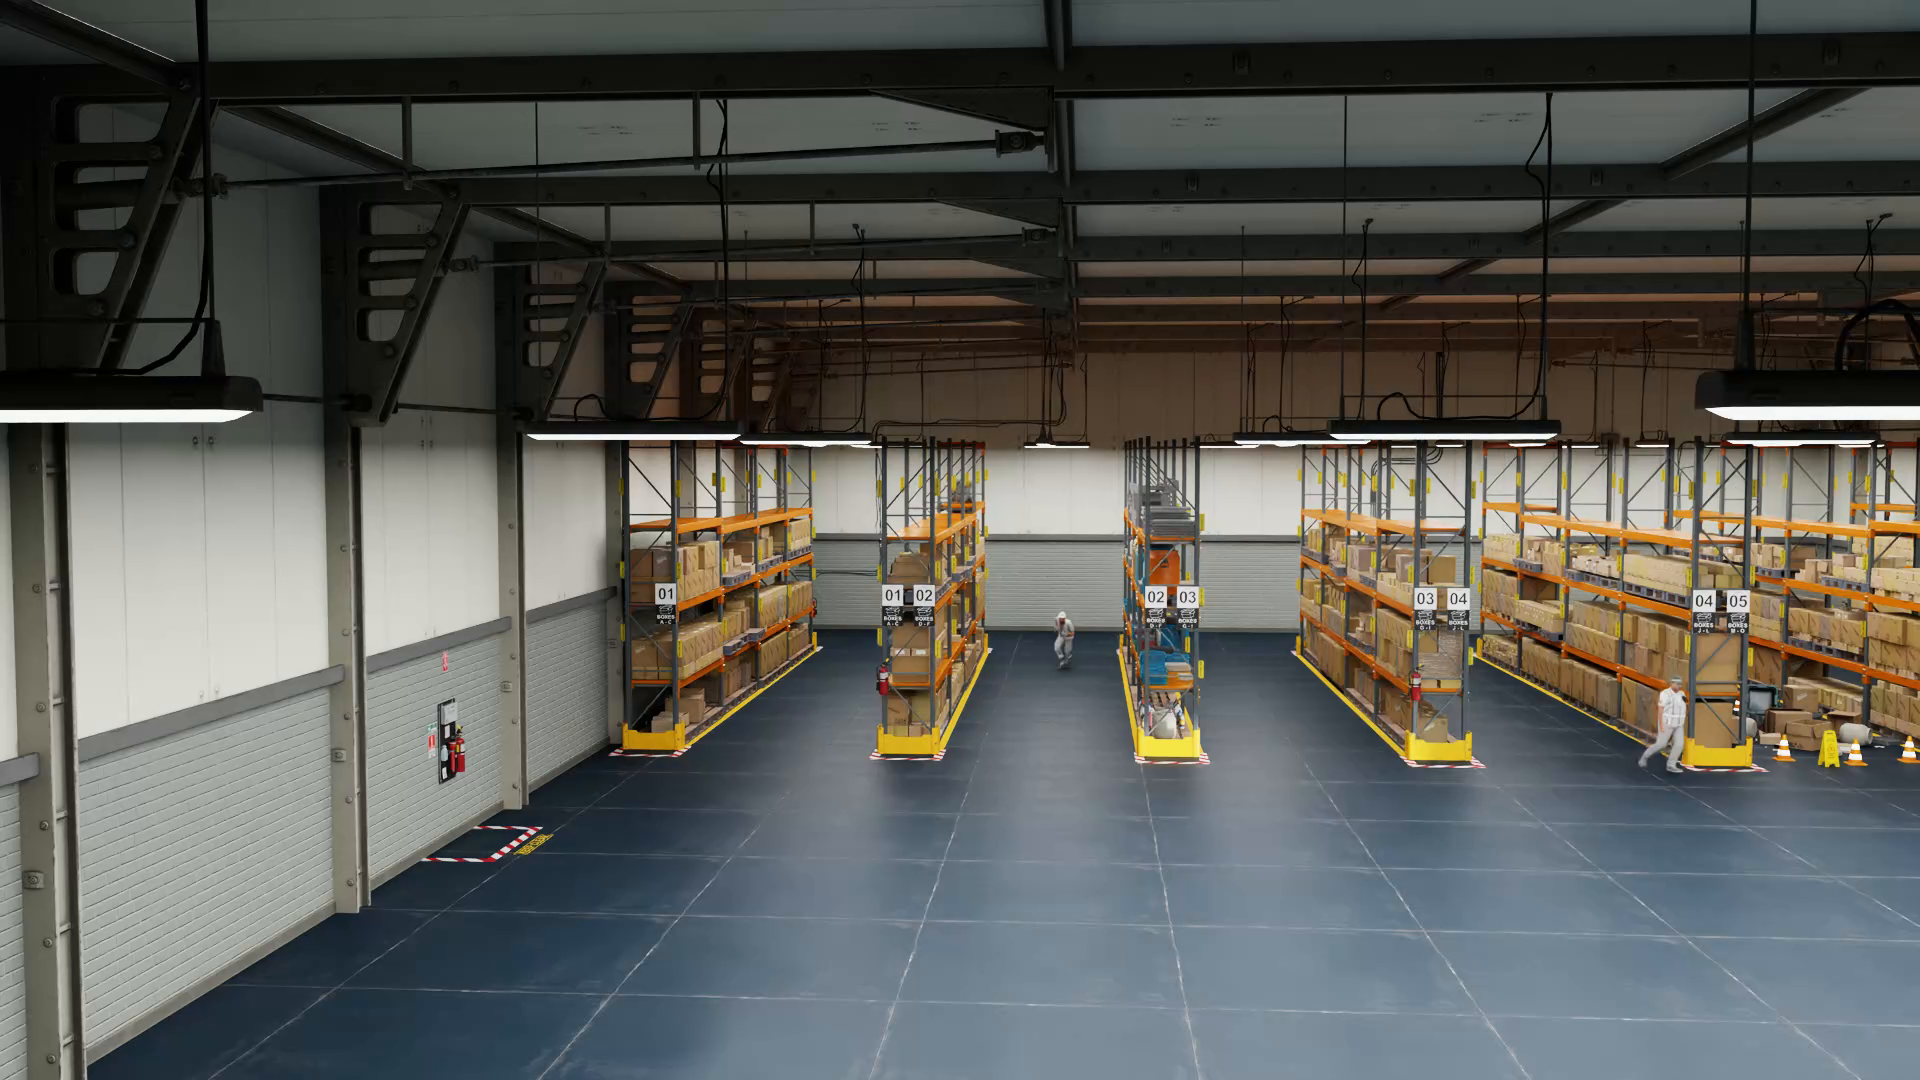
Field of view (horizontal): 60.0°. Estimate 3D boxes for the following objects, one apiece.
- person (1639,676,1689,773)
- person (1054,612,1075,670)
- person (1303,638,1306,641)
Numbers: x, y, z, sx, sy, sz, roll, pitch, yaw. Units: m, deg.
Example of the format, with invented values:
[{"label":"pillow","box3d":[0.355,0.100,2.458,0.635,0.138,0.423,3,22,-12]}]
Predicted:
[{"label":"person","box3d":[12.558,3.255,29.649,0.698,1.724,0.645,-1,3,-18]},{"label":"person","box3d":[2.776,2.628,43.747,0.668,1.561,1.168,1,3,22]},{"label":"person","box3d":[10.305,2.302,48.115,0.820,1.742,0.732,-2,4,-38]}]
